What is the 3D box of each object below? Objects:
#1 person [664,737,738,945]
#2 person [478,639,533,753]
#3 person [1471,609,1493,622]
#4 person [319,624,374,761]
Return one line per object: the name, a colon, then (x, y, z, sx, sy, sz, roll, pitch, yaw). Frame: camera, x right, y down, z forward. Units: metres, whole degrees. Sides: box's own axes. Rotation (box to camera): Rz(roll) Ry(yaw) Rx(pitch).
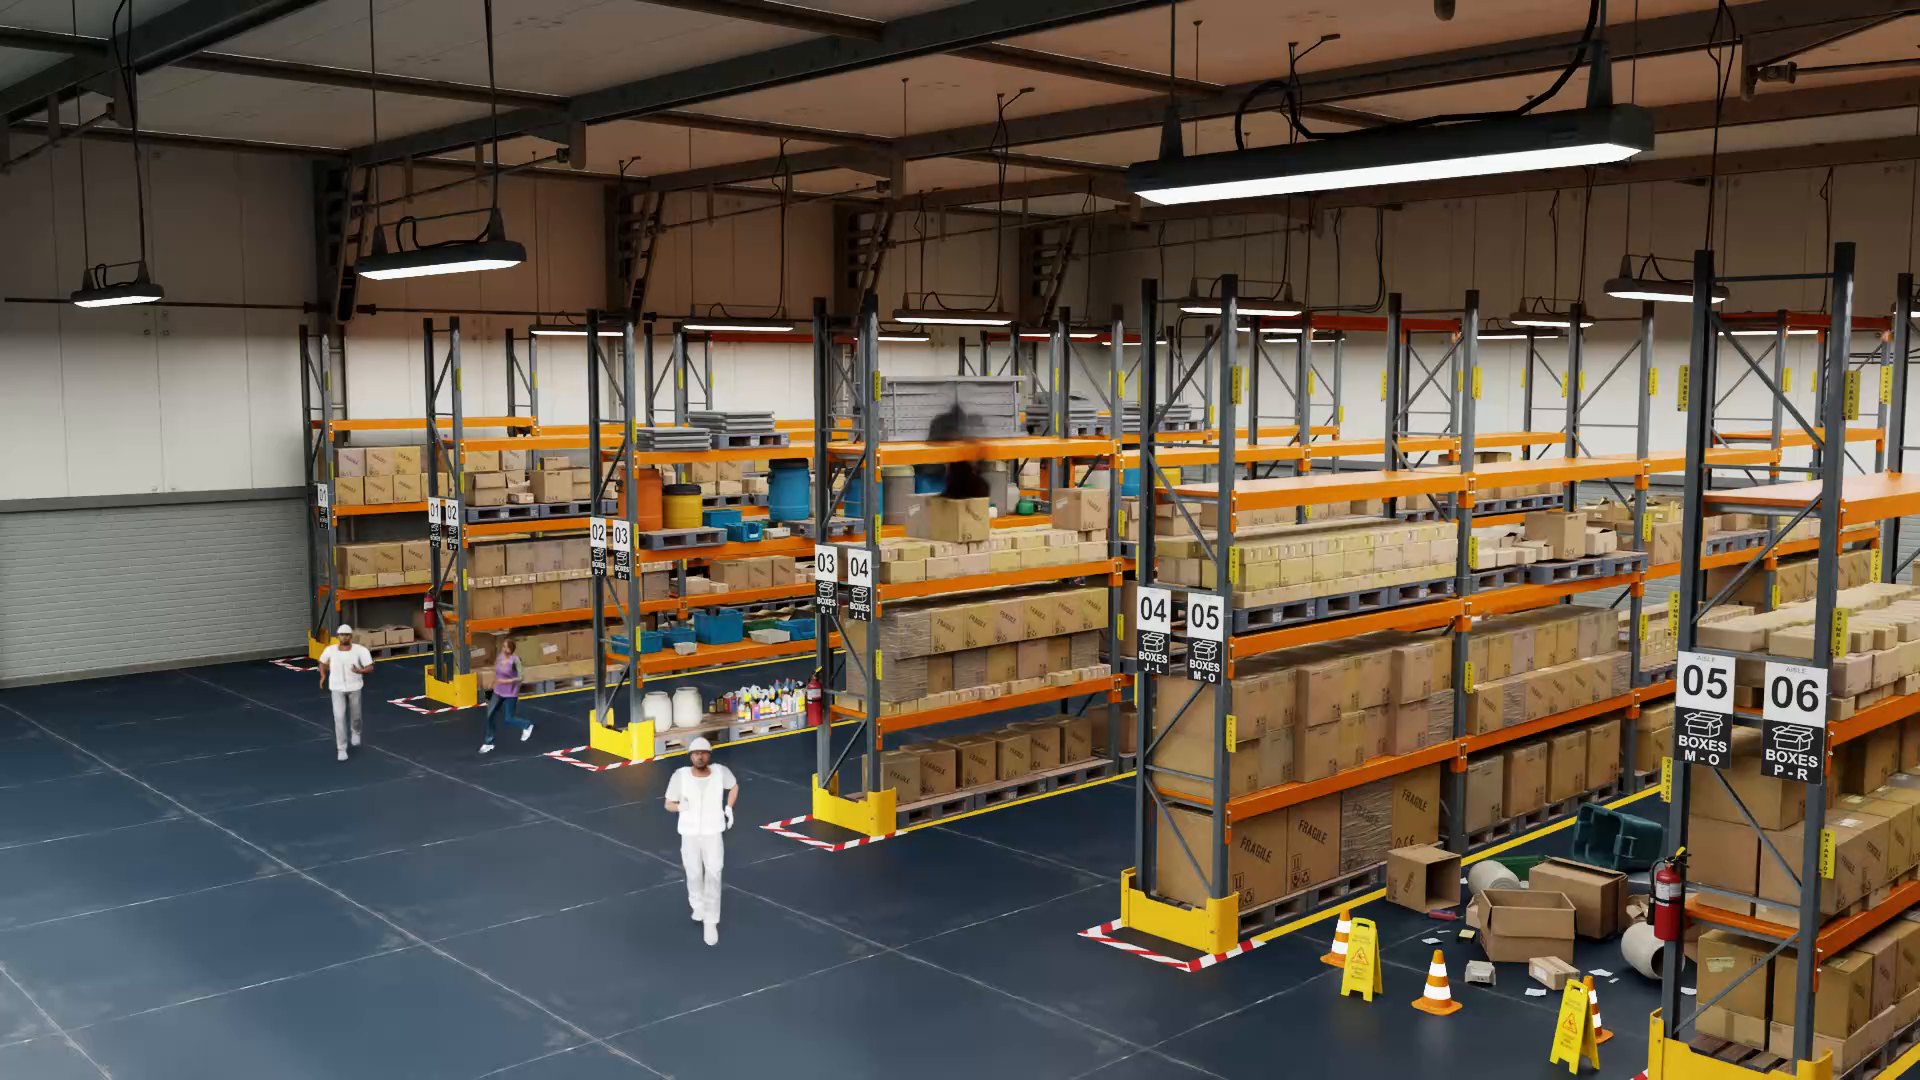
person: (-2.383, 2.725, 15.308, 0.640, 1.836, 0.755, -1, 6, -6)
person: (-6.170, 2.117, 22.761, 0.566, 1.569, 0.772, 3, 7, 28)
person: (7.768, 1.773, 24.669, 0.708, 1.768, 1.047, 4, 7, 36)
person: (-8.249, 2.005, 22.351, 0.693, 1.750, 0.990, -2, 6, -18)
